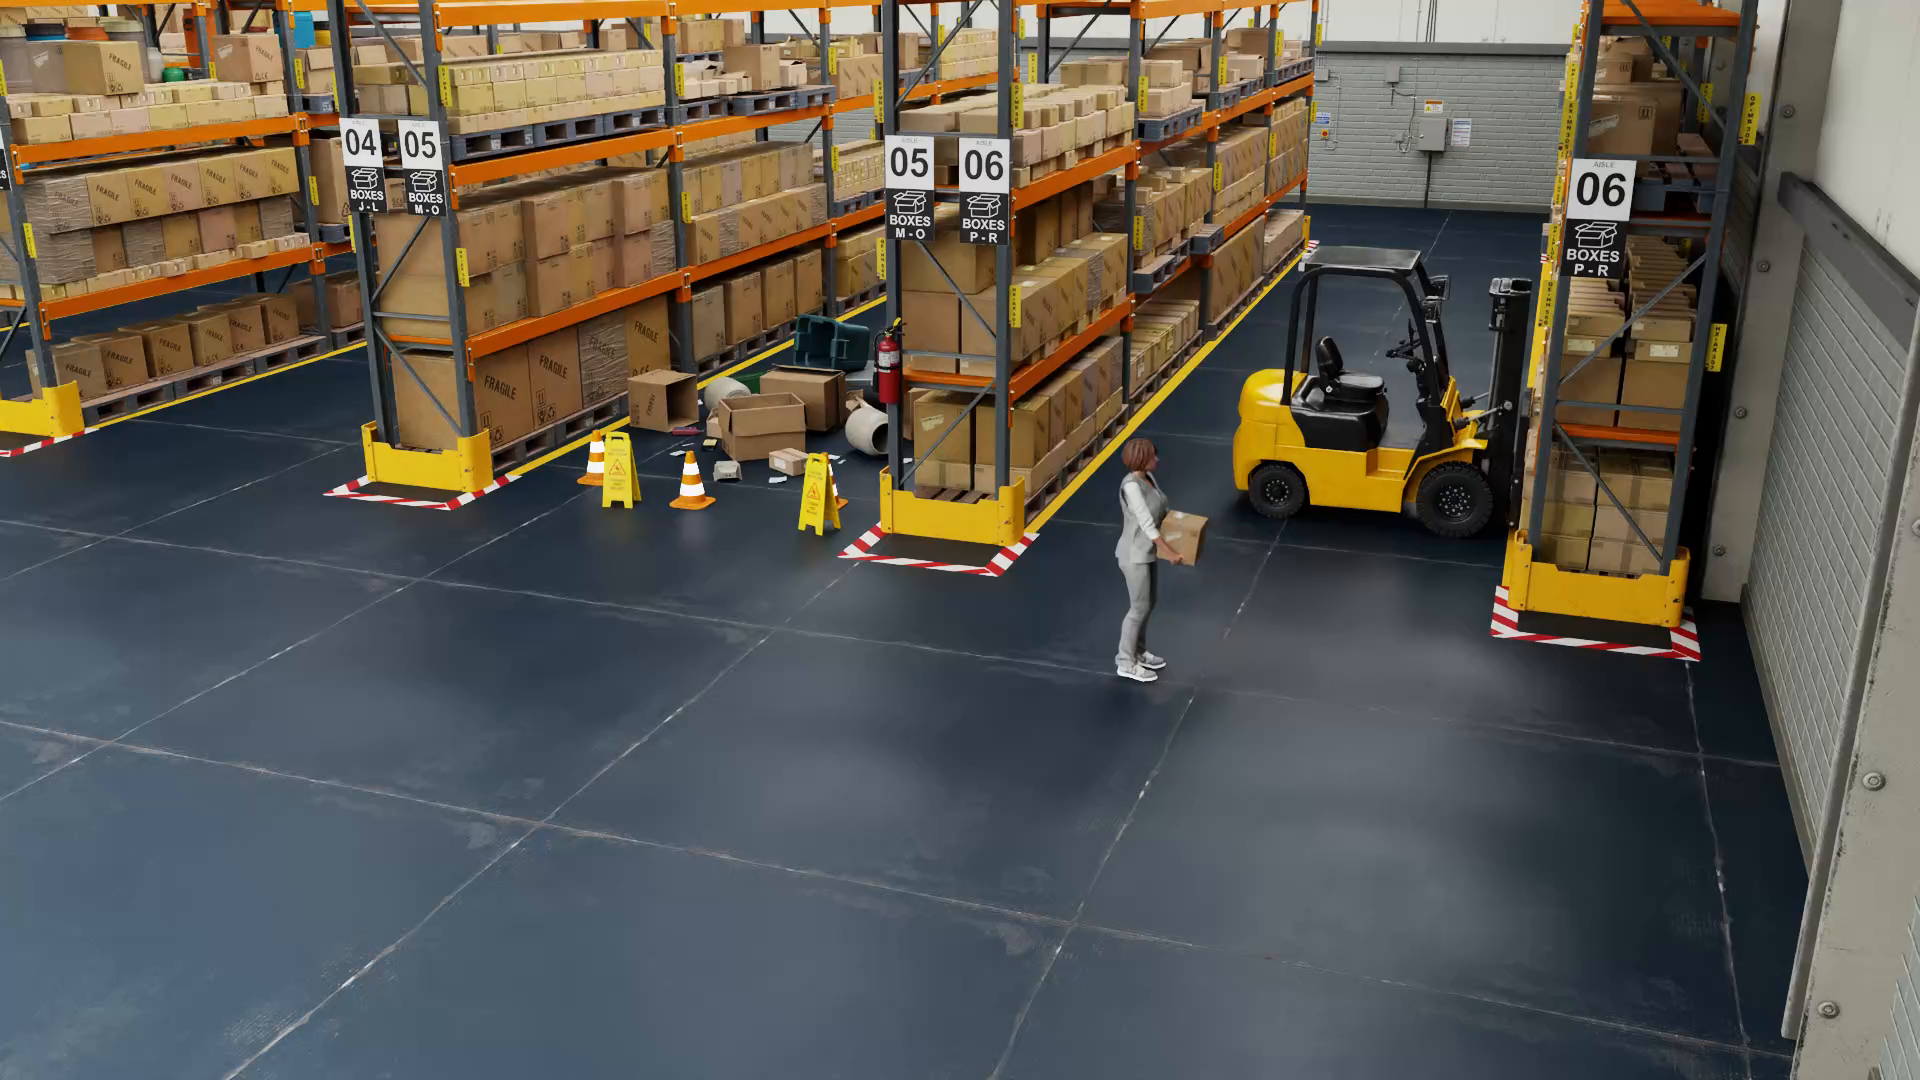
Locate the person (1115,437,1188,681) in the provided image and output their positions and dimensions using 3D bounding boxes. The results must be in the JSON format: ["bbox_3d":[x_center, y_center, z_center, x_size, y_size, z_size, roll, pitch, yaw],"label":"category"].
[{"bbox_3d":[1.253,0.124,10.727,0.495,1.596,0.401,7,20,19],"label":"person"}]
